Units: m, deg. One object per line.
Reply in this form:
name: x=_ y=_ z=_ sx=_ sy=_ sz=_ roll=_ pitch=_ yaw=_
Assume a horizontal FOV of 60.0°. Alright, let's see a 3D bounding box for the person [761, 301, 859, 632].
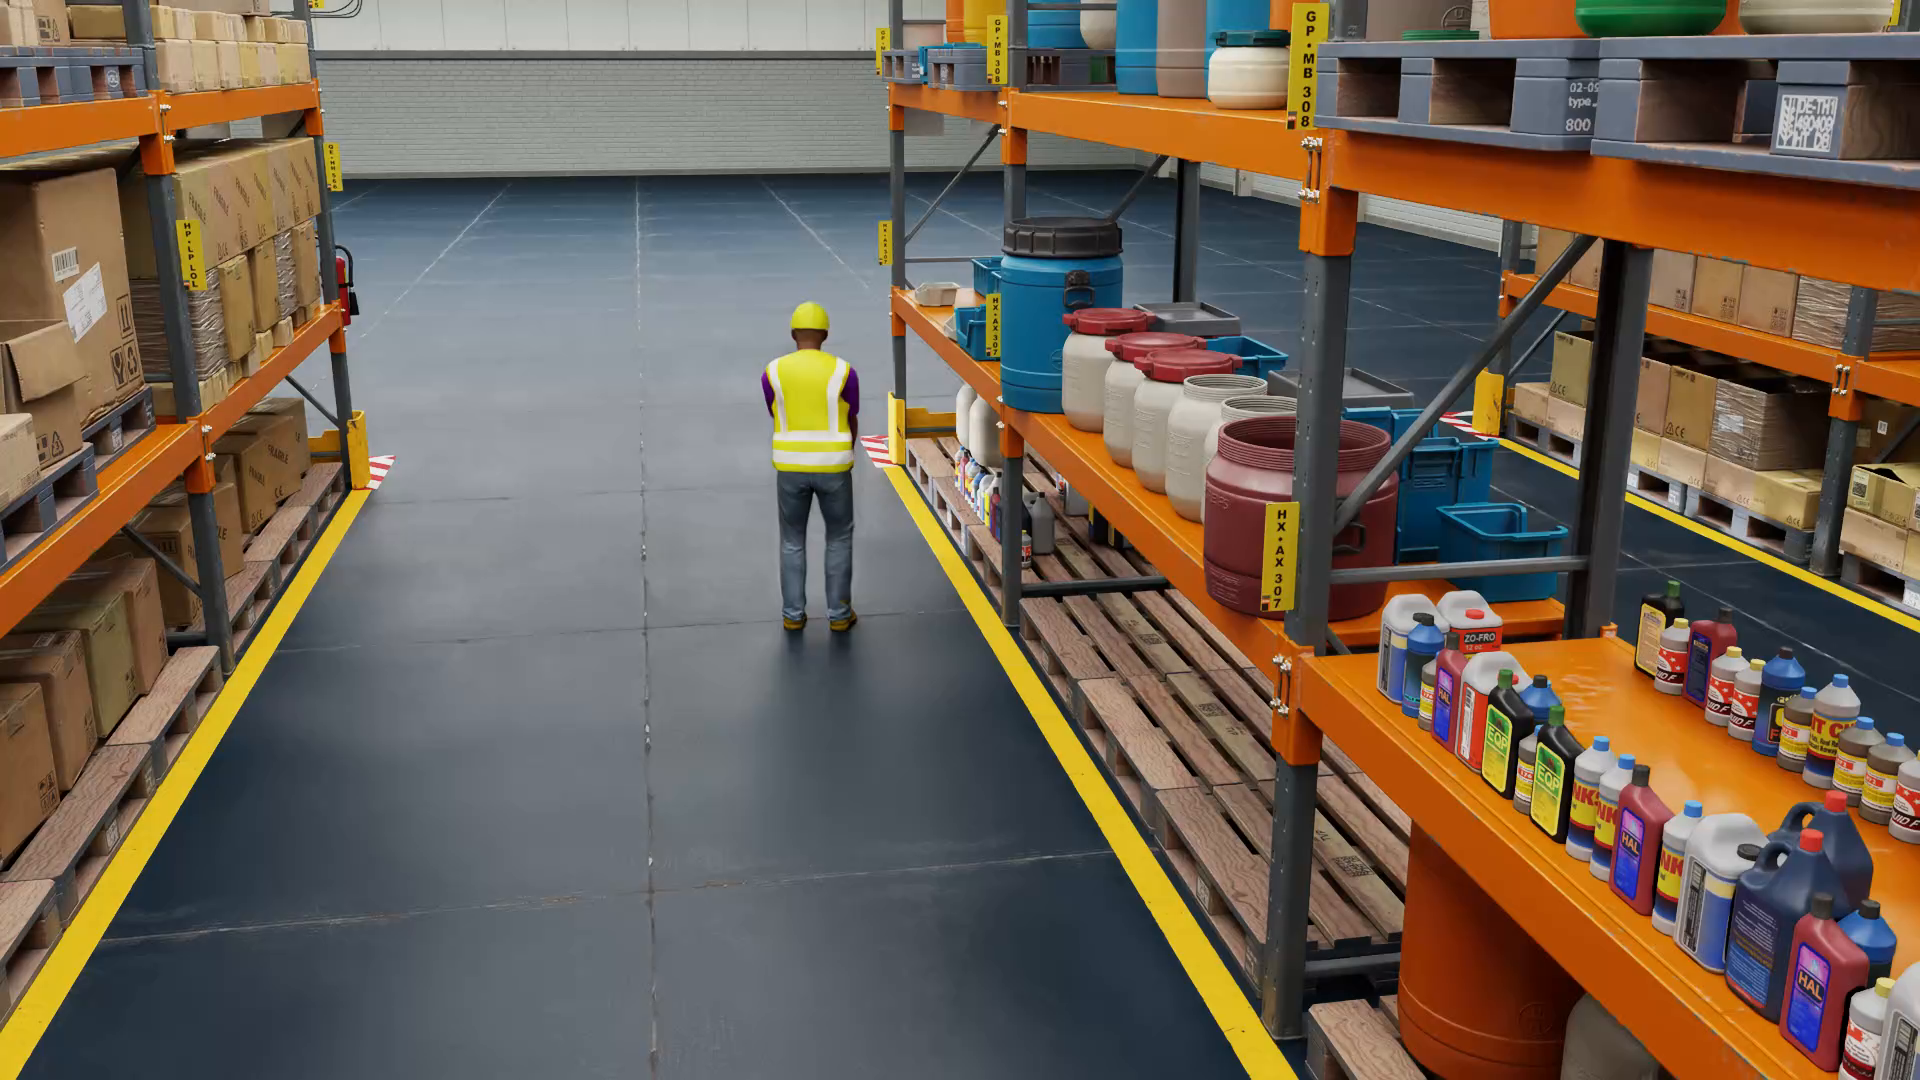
person: x=-0.781 y=-0.406 z=8.913 sx=0.504 sy=1.750 sz=0.586 roll=1 pitch=16 yaw=3
